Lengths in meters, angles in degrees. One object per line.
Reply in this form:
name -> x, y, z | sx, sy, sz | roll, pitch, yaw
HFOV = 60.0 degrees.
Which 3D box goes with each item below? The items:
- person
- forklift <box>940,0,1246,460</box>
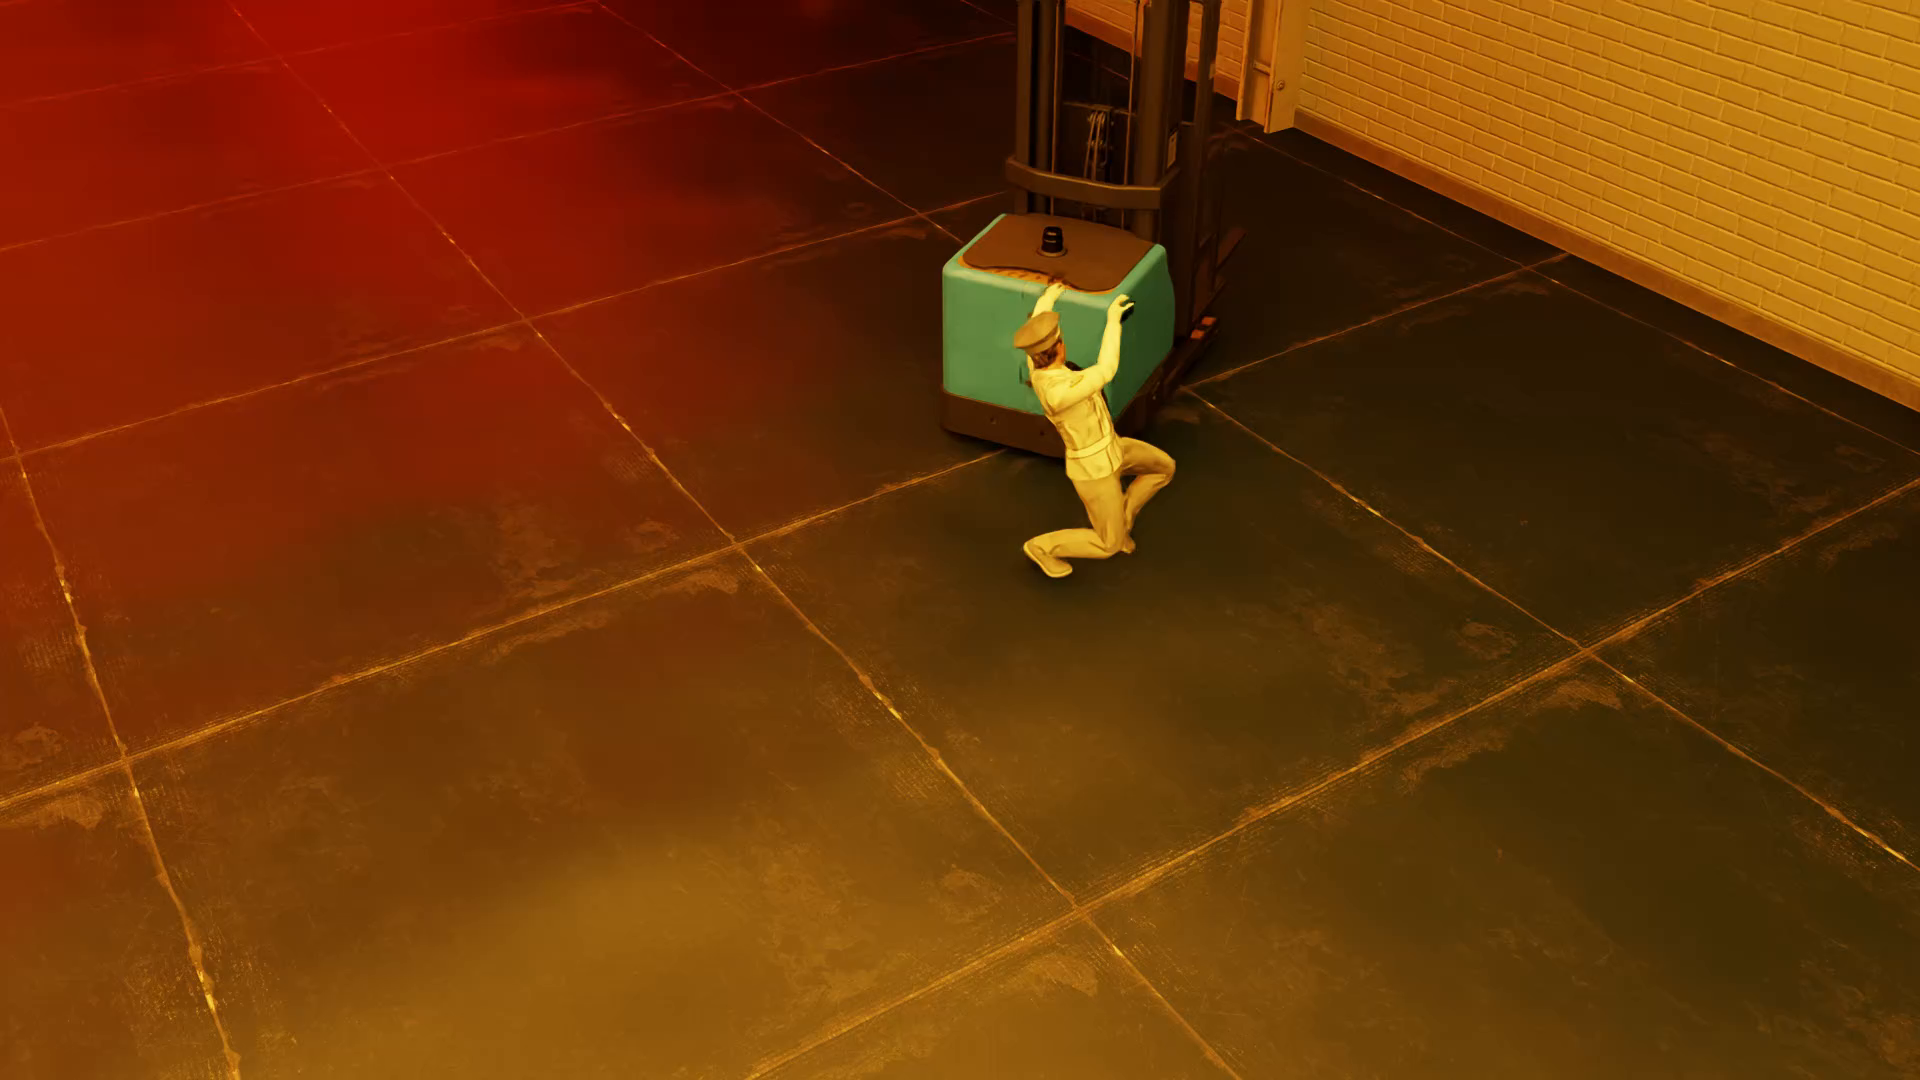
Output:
person -> 0.672, -0.605, 8.258 | 0.824, 1.541, 1.022 | 2, 35, 3
forklift -> 0.986, -2.437, 9.616 | 1.130, 2.935, 3.031 | 16, 38, 21
